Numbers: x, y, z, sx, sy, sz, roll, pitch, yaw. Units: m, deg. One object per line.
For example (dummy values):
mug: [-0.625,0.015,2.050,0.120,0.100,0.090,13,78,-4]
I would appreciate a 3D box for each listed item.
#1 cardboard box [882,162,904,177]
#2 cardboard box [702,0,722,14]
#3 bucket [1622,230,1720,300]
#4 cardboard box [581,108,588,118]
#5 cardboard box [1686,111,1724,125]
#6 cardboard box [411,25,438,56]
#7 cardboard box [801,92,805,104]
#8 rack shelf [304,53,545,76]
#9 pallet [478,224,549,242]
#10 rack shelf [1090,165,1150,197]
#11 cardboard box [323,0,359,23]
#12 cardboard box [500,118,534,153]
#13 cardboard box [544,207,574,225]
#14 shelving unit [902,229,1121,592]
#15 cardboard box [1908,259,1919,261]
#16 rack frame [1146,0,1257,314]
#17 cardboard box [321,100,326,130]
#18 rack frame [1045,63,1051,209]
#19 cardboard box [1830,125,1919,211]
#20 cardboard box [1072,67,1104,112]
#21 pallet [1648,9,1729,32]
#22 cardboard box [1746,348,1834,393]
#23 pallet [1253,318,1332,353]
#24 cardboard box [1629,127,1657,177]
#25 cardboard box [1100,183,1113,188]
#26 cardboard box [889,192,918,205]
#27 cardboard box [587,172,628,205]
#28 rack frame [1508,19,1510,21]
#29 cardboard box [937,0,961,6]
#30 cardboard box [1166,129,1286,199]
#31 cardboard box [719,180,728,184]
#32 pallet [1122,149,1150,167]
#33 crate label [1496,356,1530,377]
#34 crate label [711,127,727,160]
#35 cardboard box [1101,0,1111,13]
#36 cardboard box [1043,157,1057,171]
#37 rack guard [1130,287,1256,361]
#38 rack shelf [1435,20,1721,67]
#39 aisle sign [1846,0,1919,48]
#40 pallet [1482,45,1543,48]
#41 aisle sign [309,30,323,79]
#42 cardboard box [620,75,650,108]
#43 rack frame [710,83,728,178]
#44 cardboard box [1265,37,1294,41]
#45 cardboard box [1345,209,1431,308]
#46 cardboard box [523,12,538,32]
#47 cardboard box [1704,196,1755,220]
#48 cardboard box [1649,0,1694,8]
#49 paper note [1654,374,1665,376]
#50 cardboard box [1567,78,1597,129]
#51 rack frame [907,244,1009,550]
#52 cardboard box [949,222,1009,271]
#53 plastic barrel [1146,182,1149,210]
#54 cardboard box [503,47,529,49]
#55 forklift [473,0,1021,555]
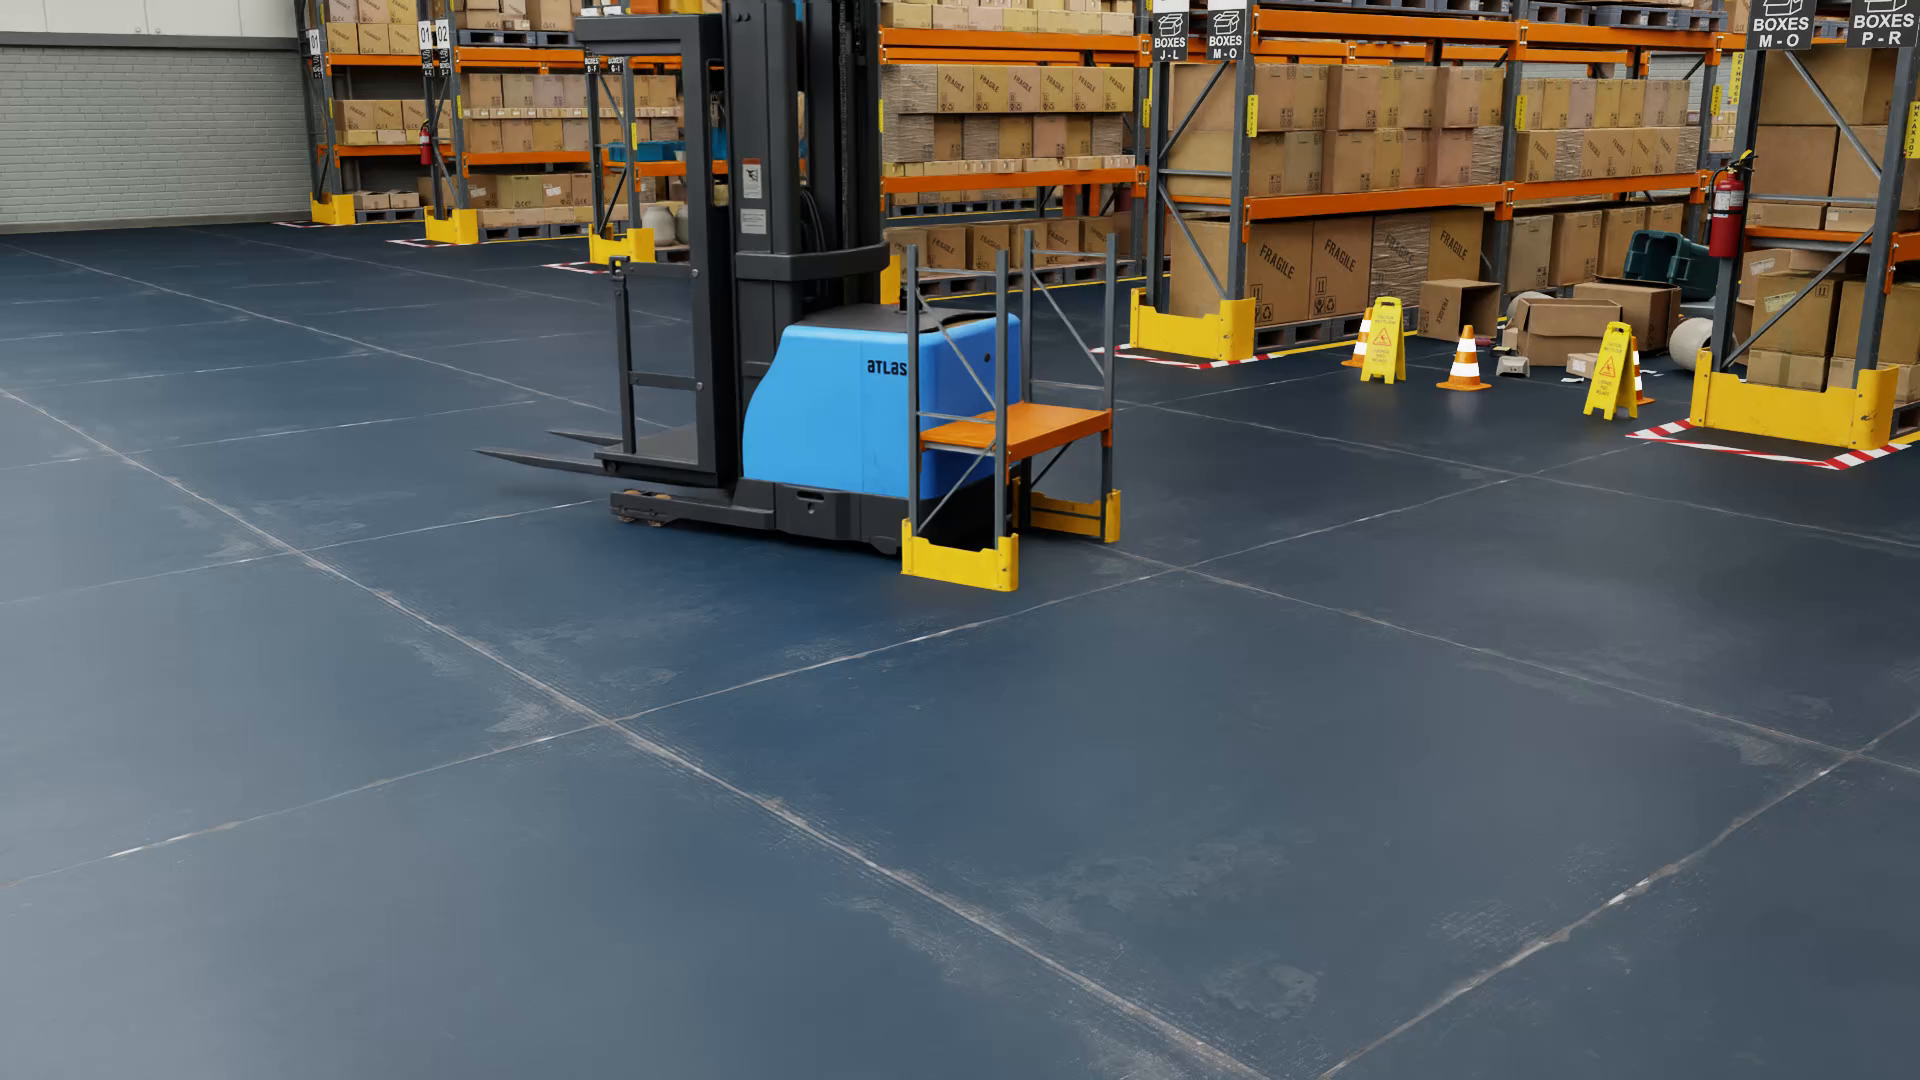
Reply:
cardboard box: [-0.809,-3.938,17.667,0.250,0.149,0.380,-13,19,-39]
cardboard box: [-4.172,-8.703,27.230,0.500,0.500,0.500,-12,19,-39]
bucket: [6.427,-2.433,14.945,0.620,0.611,0.726,5,12,-23]
cardboard box: [-5.885,-6.678,25.986,0.250,0.149,0.380,-12,19,-38]
cardboard box: [8.513,-4.840,19.078,0.250,0.149,0.380,-13,19,-39]
cardboard box: [-9.311,-8.733,29.087,0.500,0.500,0.500,-11,19,-36]
cardboard box: [-3.228,-9.161,34.470,0.500,0.250,0.500,-13,20,-40]
rack shelf: [-9.427,-8.391,29.432,4.000,0.370,1.077,-13,19,-39]
pallet: [-7.131,-4.777,25.725,1.213,0.211,1.003,-13,19,-39]
rack shelf: [3.345,-4.726,21.525,4.000,0.370,1.077,-13,19,-39]
cardboard box: [-10.485,-8.958,27.993,0.500,0.500,0.500,14,21,43]
cardboard box: [-6.927,-6.201,25.460,0.500,0.500,0.700,-12,19,-38]
cardboard box: [-6.378,-5.079,25.965,0.500,0.250,0.500,-13,19,-39]
shelving unit: [0.262,-0.648,7.770,0.587,1.500,1.083,9,18,31]
cardboard box: [6.998,-2.165,12.348,0.250,0.149,0.380,-11,19,-36]
rack frame: [1.999,-3.075,13.948,0.127,3.000,1.000,-13,19,-39]
cardboard box: [-10.719,-7.371,28.831,0.500,0.500,0.500,-13,20,-40]
rack frame: [1.372,-8.019,32.460,0.127,3.000,1.000,-13,19,-39]
cardboard box: [5.864,-2.346,10.451,0.500,0.500,0.500,-13,20,-40]
cardboard box: [1.302,-5.195,19.180,0.500,0.500,0.500,-13,19,-39]
pallet: [7.583,-5.668,18.212,1.003,0.211,1.213,-12,19,-37]
cardboard box: [5.776,-1.196,11.429,0.500,0.250,0.500,-13,20,-40]
pallet: [2.551,-1.878,14.872,1.213,0.211,1.003,-13,19,-39]
cardboard box: [7.116,-4.181,17.895,0.500,0.500,0.500,-13,20,-40]
cardboard box: [2.786,-7.345,33.921,0.637,0.503,0.797,-13,19,-39]
cardboard box: [-1.115,-6.368,30.269,0.500,0.500,0.500,-12,19,-37]
cardboard box: [-5.629,-5.612,26.508,0.500,0.500,0.500,-13,19,-39]
rack frame: [7.872,-8.989,24.463,0.127,3.000,1.000,-13,19,-39]
cardboard box: [-0.200,-5.752,17.679,0.250,0.149,0.380,-12,19,-37]
cardboard box: [2.249,-3.219,14.197,0.550,0.550,0.875,-13,19,-39]
cardboard box: [-3.807,-5.915,28.009,0.500,0.311,0.500,-13,20,-40]
pallet: [2.509,-4.743,20.567,1.213,0.211,1.003,-13,19,-39]
crate label: [4.369,-1.373,13.124,0.250,0.136,0.298,5,16,18]
crate label: [-3.221,-5.403,22.597,0.616,0.435,0.502,-13,19,-39]
cardboard box: [1.520,-6.165,19.225,0.250,0.149,0.380,-12,19,-39]
cardboard box: [0.892,-4.318,19.089,0.250,0.149,0.380,-13,19,-39]
rack guard: [1.981,-1.863,14.255,0.348,0.500,1.175,-13,19,-39]
rack shelf: [6.525,-5.193,17.459,4.000,0.370,1.077,-13,19,-39]
aisle sign: [5.481,-3.313,9.804,0.004,0.787,0.394,-13,19,-39]
pallet: [8.496,-7.633,25.373,1.213,0.211,1.003,-13,19,-39]
aisle sign: [-10.793,-8.136,27.858,0.004,0.787,0.394,-13,19,-39]
cardboard box: [-5.374,-7.177,26.599,0.500,0.500,0.700,-13,20,-39]
rack frame: [-4.900,-8.305,33.531,0.127,3.000,1.000,-13,19,-39]
cardboard box: [3.911,-6.490,21.212,0.500,0.250,0.500,-12,19,-38]
cardboard box: [3.818,-2.682,15.783,0.875,0.875,0.875,-12,19,-39]
cardboard box: [-6.566,-8.004,25.677,0.500,0.311,0.500,-10,18,-33]
cardboard box: [9.095,-3.943,19.776,0.500,0.250,0.500,-13,20,-40]
cardboard box: [7.727,-5.873,18.058,0.250,0.166,0.380,-13,19,-39]
paper note: [5.504,-1.299,13.093,0.123,0.001,0.032,-13,19,-39]
cardboard box: [6.155,-4.542,17.310,0.500,0.500,0.700,-12,19,-39]
rack frame: [-0.014,-0.535,7.348,0.500,1.500,0.032,9,18,31]
cardboard box: [0.214,-3.365,19.067,0.500,0.500,0.500,-10,18,-34]
plastic barrel: [3.180,-5.768,28.040,0.421,0.512,0.421,0,15,0]
cardboard box: [-8.139,-9.001,30.090,0.500,0.500,0.500,-12,19,-38]
forklift: [-1.225,-1.594,8.538,3.031,2.935,1.130,8,17,27]
